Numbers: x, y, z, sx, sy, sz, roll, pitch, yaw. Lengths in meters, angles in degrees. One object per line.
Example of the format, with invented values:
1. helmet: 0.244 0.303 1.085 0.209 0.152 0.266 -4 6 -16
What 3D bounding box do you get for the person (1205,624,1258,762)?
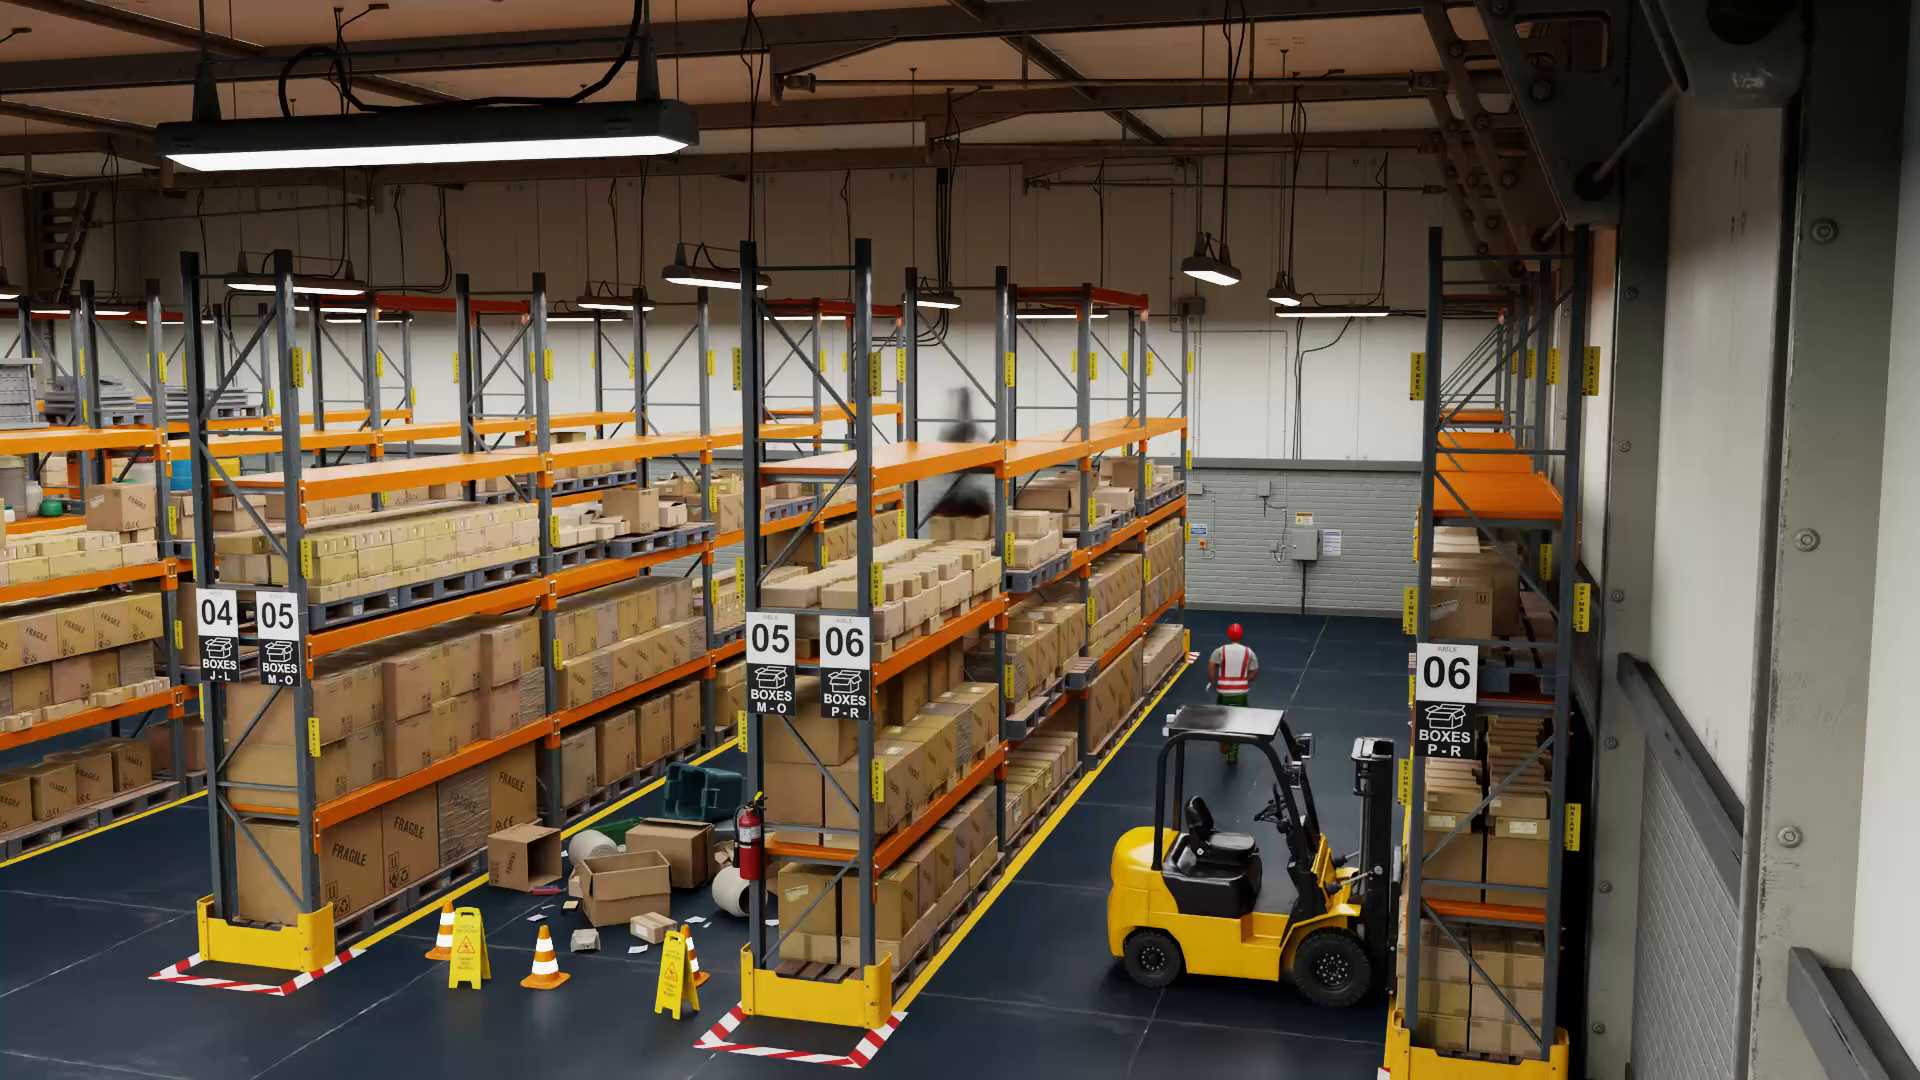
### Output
1. person: 3.472 1.922 21.253 0.661 1.735 0.642 1 6 10
